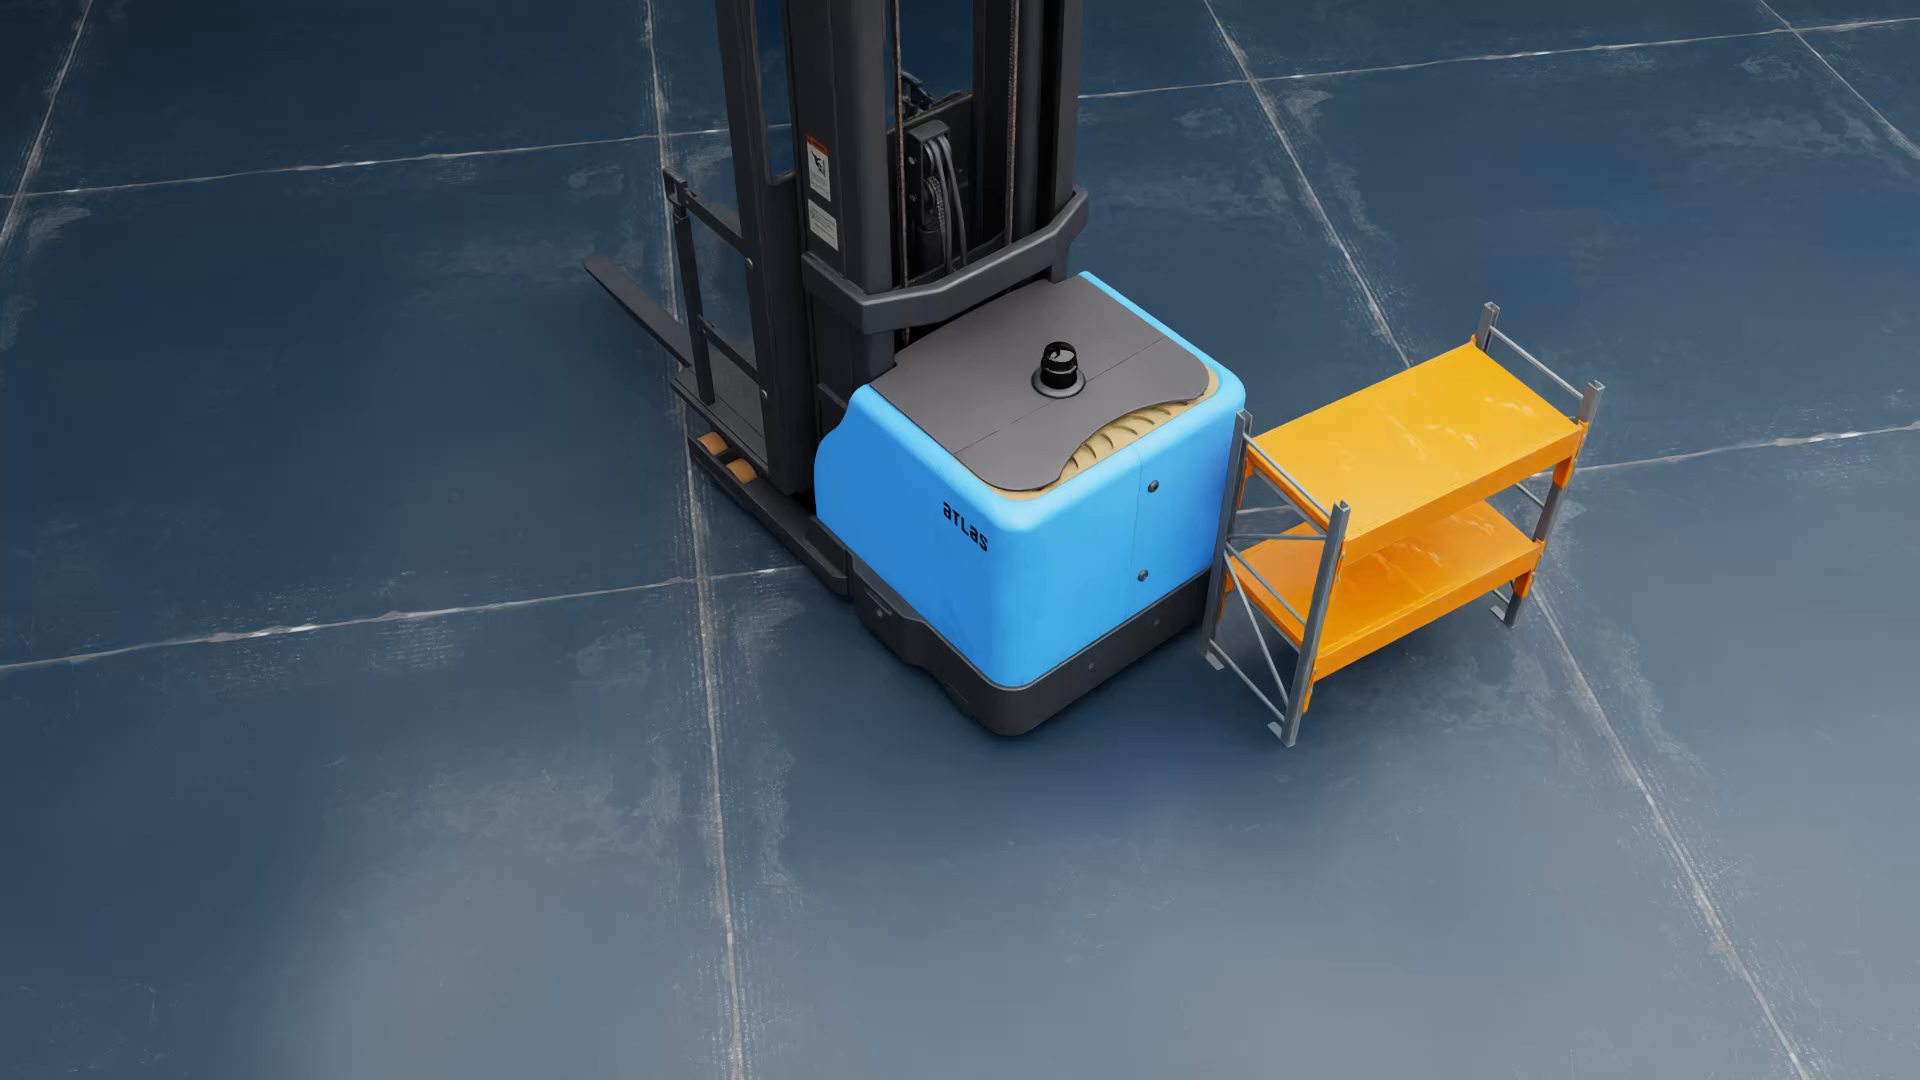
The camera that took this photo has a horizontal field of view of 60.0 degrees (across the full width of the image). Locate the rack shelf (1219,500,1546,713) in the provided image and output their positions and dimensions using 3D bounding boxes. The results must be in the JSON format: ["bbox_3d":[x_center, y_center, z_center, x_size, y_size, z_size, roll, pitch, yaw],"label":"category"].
[{"bbox_3d":[1.418,0.129,5.684,1.000,0.278,0.538,-24,50,-21],"label":"rack shelf"}]

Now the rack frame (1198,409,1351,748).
[{"bbox_3d":[0.983,0.149,5.326,0.032,1.125,0.500,-24,50,-21],"label":"rack frame"}]

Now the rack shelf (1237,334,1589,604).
[{"bbox_3d":[1.418,-0.244,5.298,1.000,0.278,0.538,-24,50,-21],"label":"rack shelf"}]

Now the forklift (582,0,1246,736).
[{"bbox_3d":[-0.398,-1.369,5.533,1.130,2.935,3.031,-30,53,-26],"label":"forklift"}]

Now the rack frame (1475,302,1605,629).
[{"bbox_3d":[1.853,-0.230,5.691,0.032,1.125,0.500,-24,50,-21],"label":"rack frame"}]

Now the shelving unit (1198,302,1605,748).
[{"bbox_3d":[1.418,-0.041,5.508,1.048,1.125,0.538,-24,50,-21],"label":"shelving unit"}]
